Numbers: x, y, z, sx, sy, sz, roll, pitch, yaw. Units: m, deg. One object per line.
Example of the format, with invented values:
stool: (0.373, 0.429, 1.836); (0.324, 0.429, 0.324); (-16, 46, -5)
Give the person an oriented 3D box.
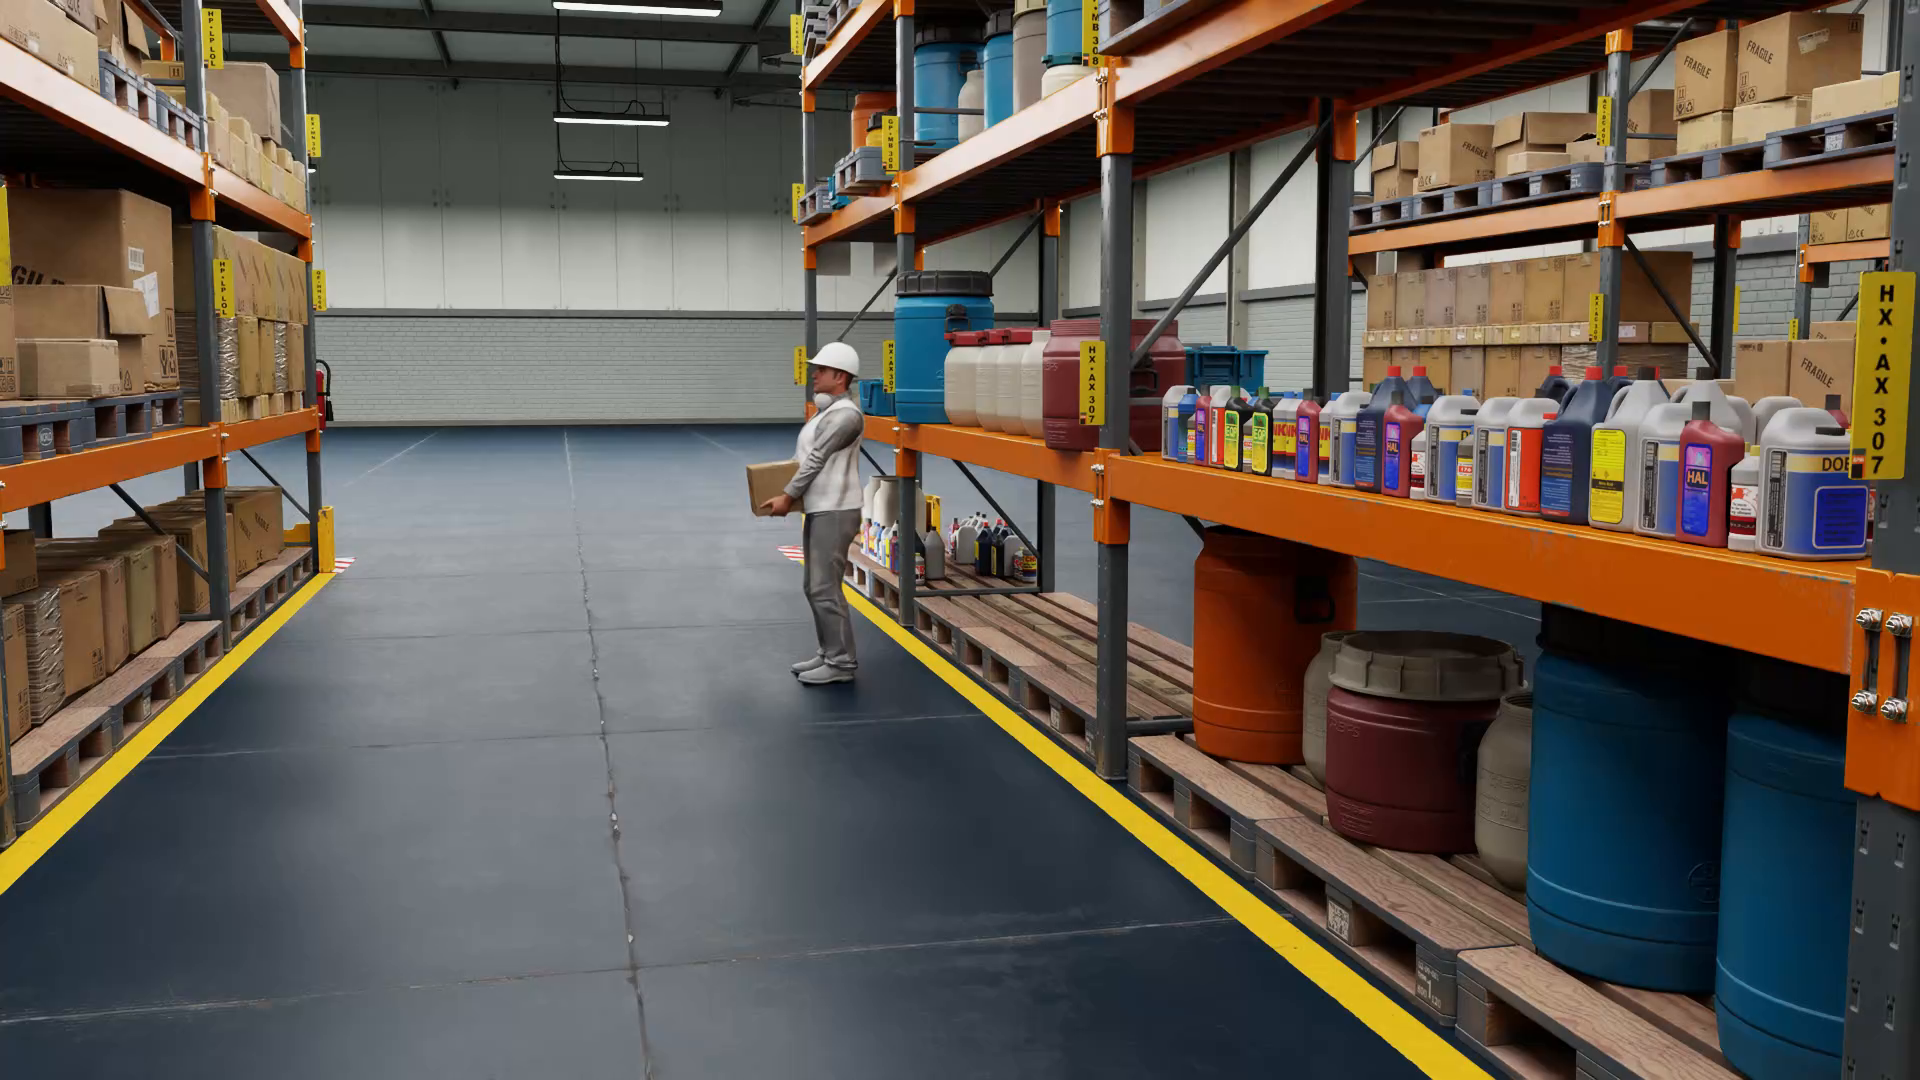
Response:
person: (-0.781, -0.143, 8.693); (0.554, 1.767, 0.494); (-1, 6, -13)
